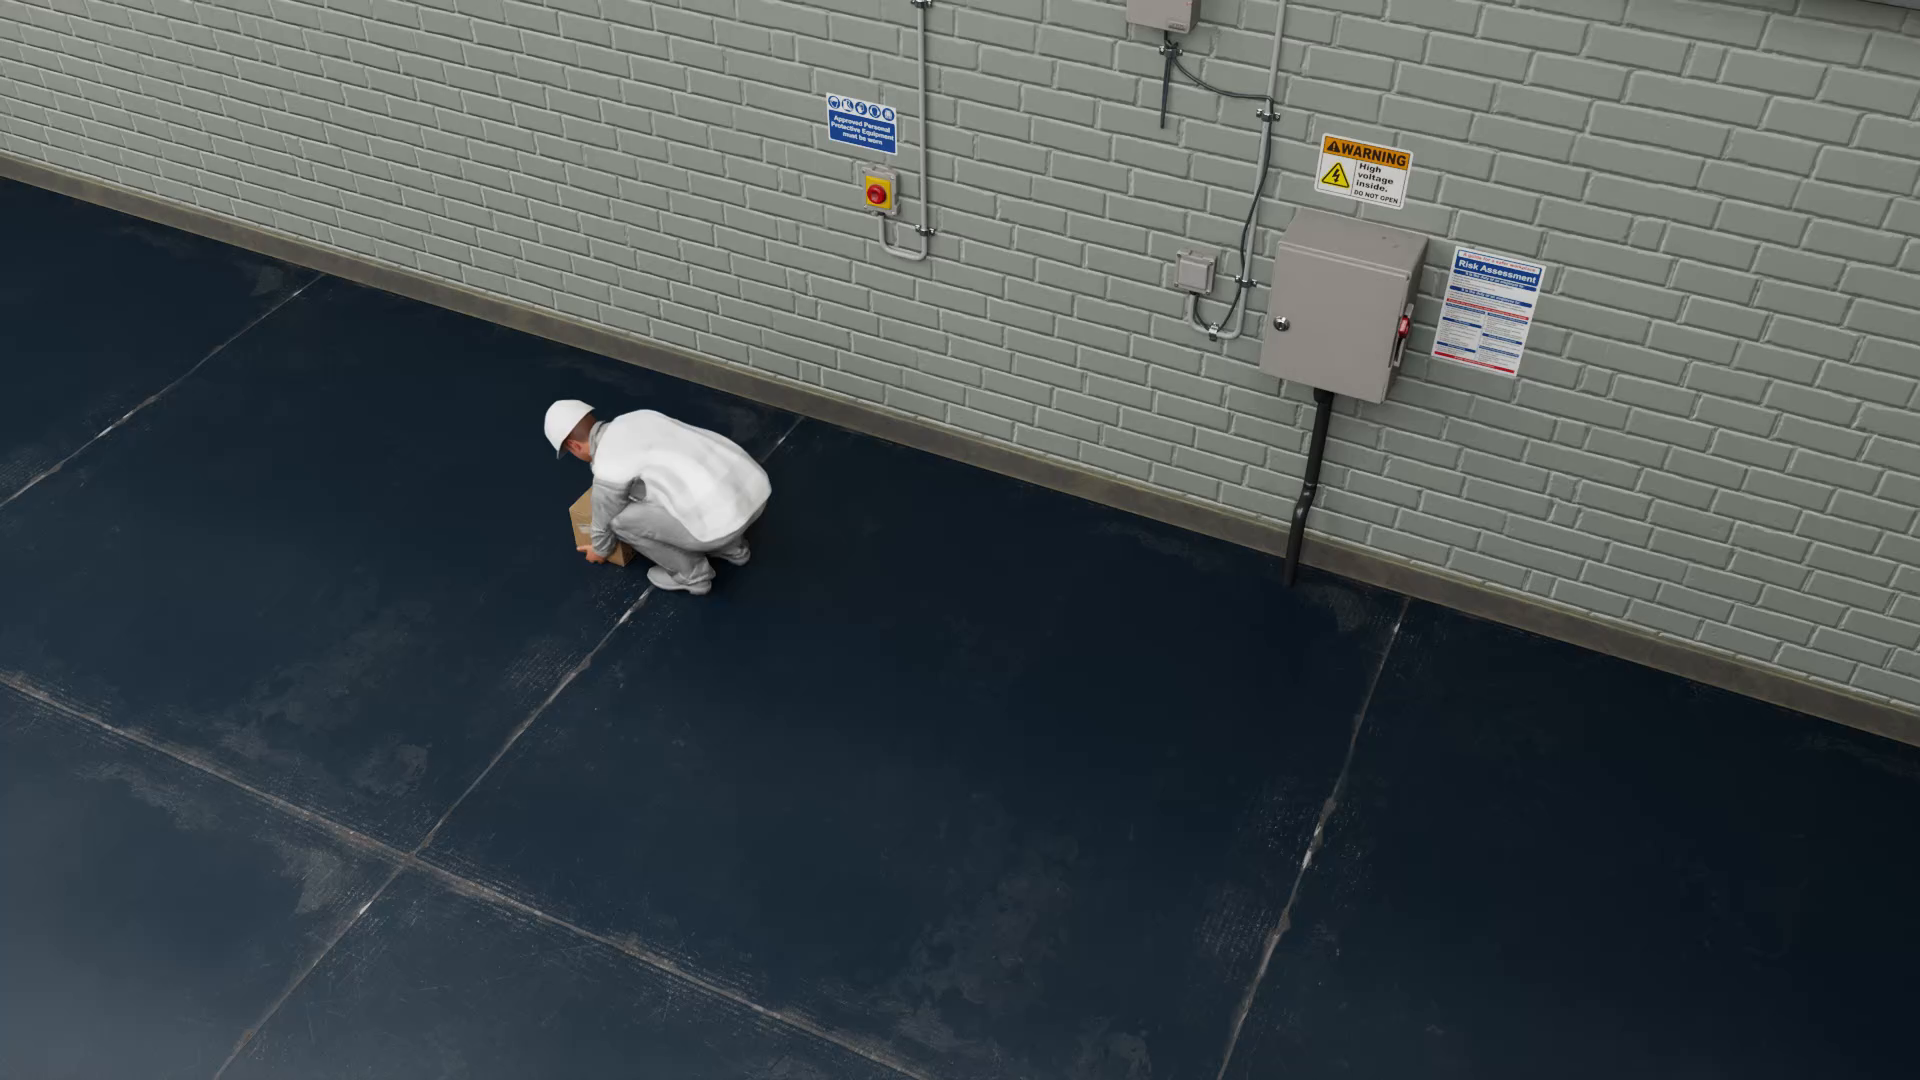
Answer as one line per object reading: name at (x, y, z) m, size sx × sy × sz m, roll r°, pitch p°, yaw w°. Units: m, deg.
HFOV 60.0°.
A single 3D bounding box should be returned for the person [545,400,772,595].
person at (-1.288, -0.174, 7.137) m, size 0.961 × 0.860 × 0.515 m, roll 17°, pitch 44°, yaw 18°
